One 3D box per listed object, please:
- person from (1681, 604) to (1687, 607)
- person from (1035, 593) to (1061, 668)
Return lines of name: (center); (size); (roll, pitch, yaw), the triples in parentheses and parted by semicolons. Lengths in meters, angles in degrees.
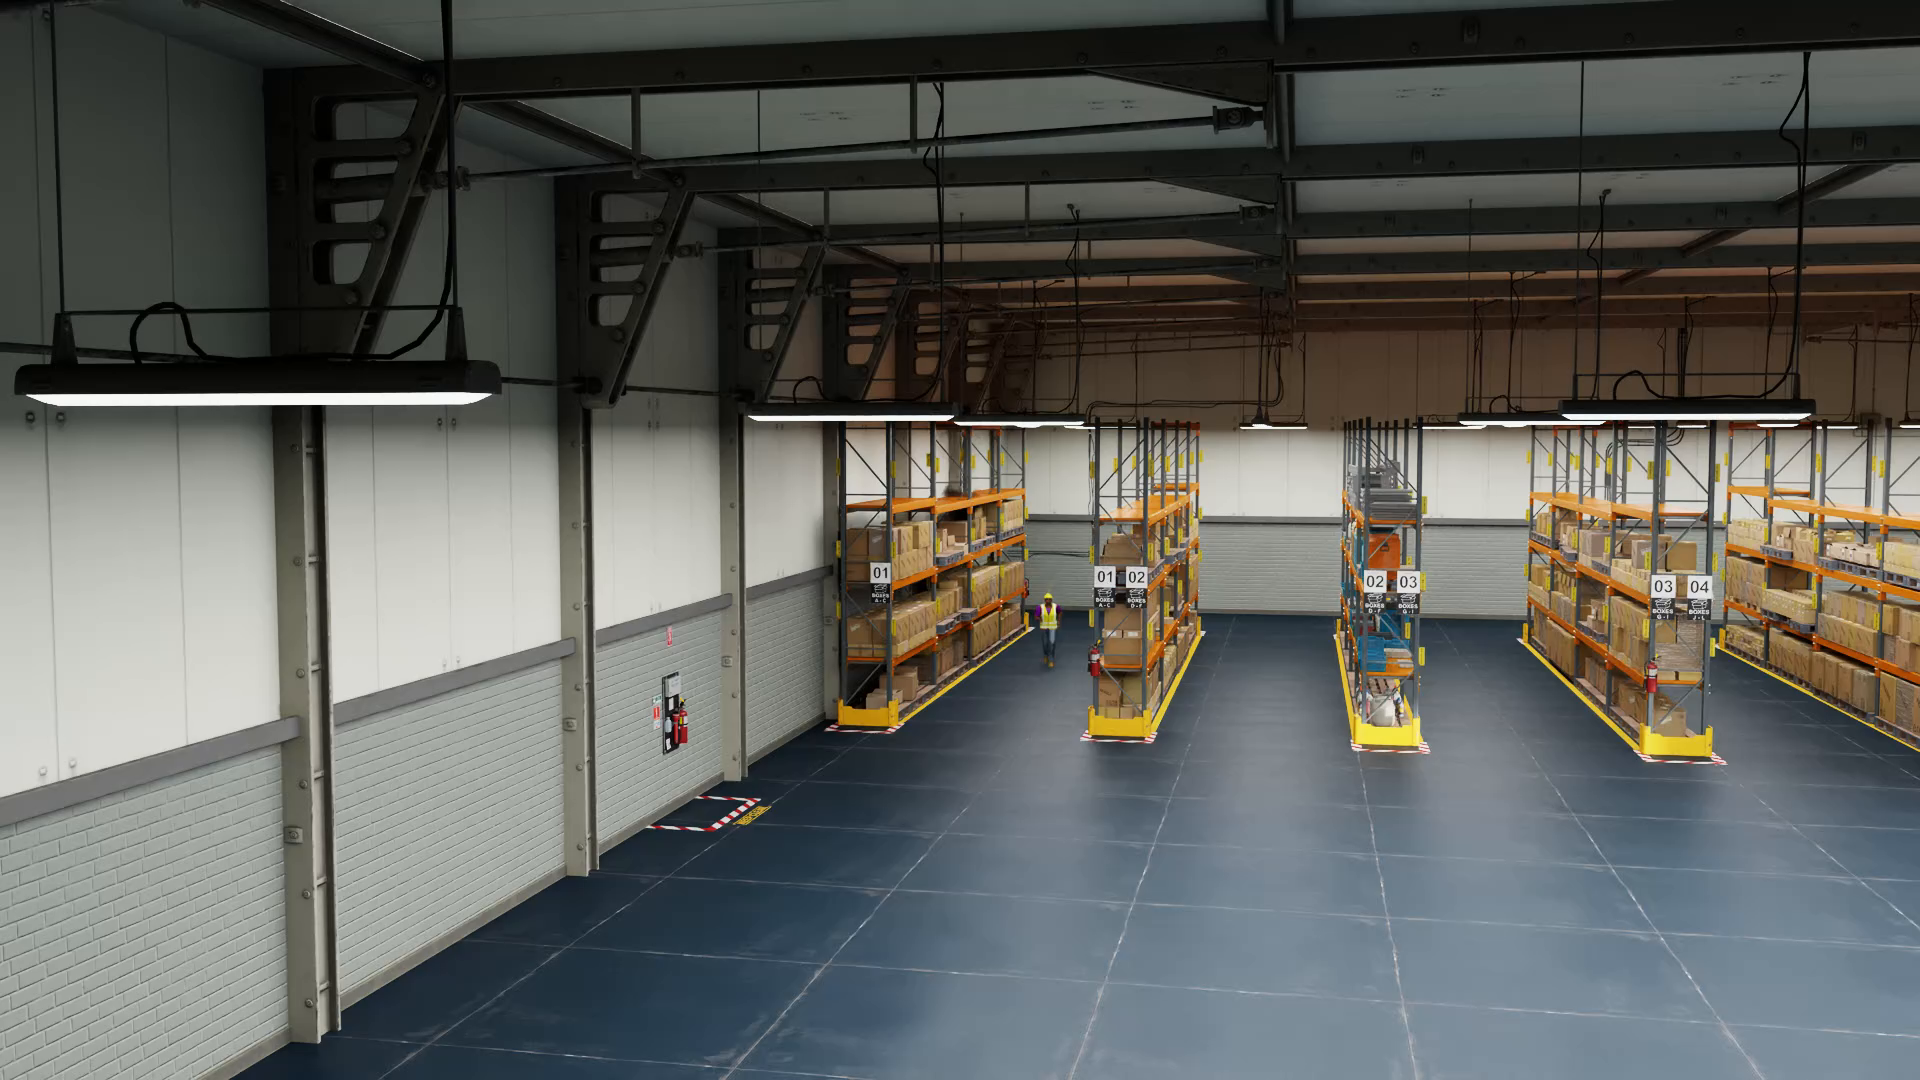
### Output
person: (18.824, 2.013, 43.624); (0.735, 1.745, 0.973); (2, 4, 30)
person: (2.148, 2.188, 40.702); (0.640, 1.796, 0.890); (0, 4, 7)
